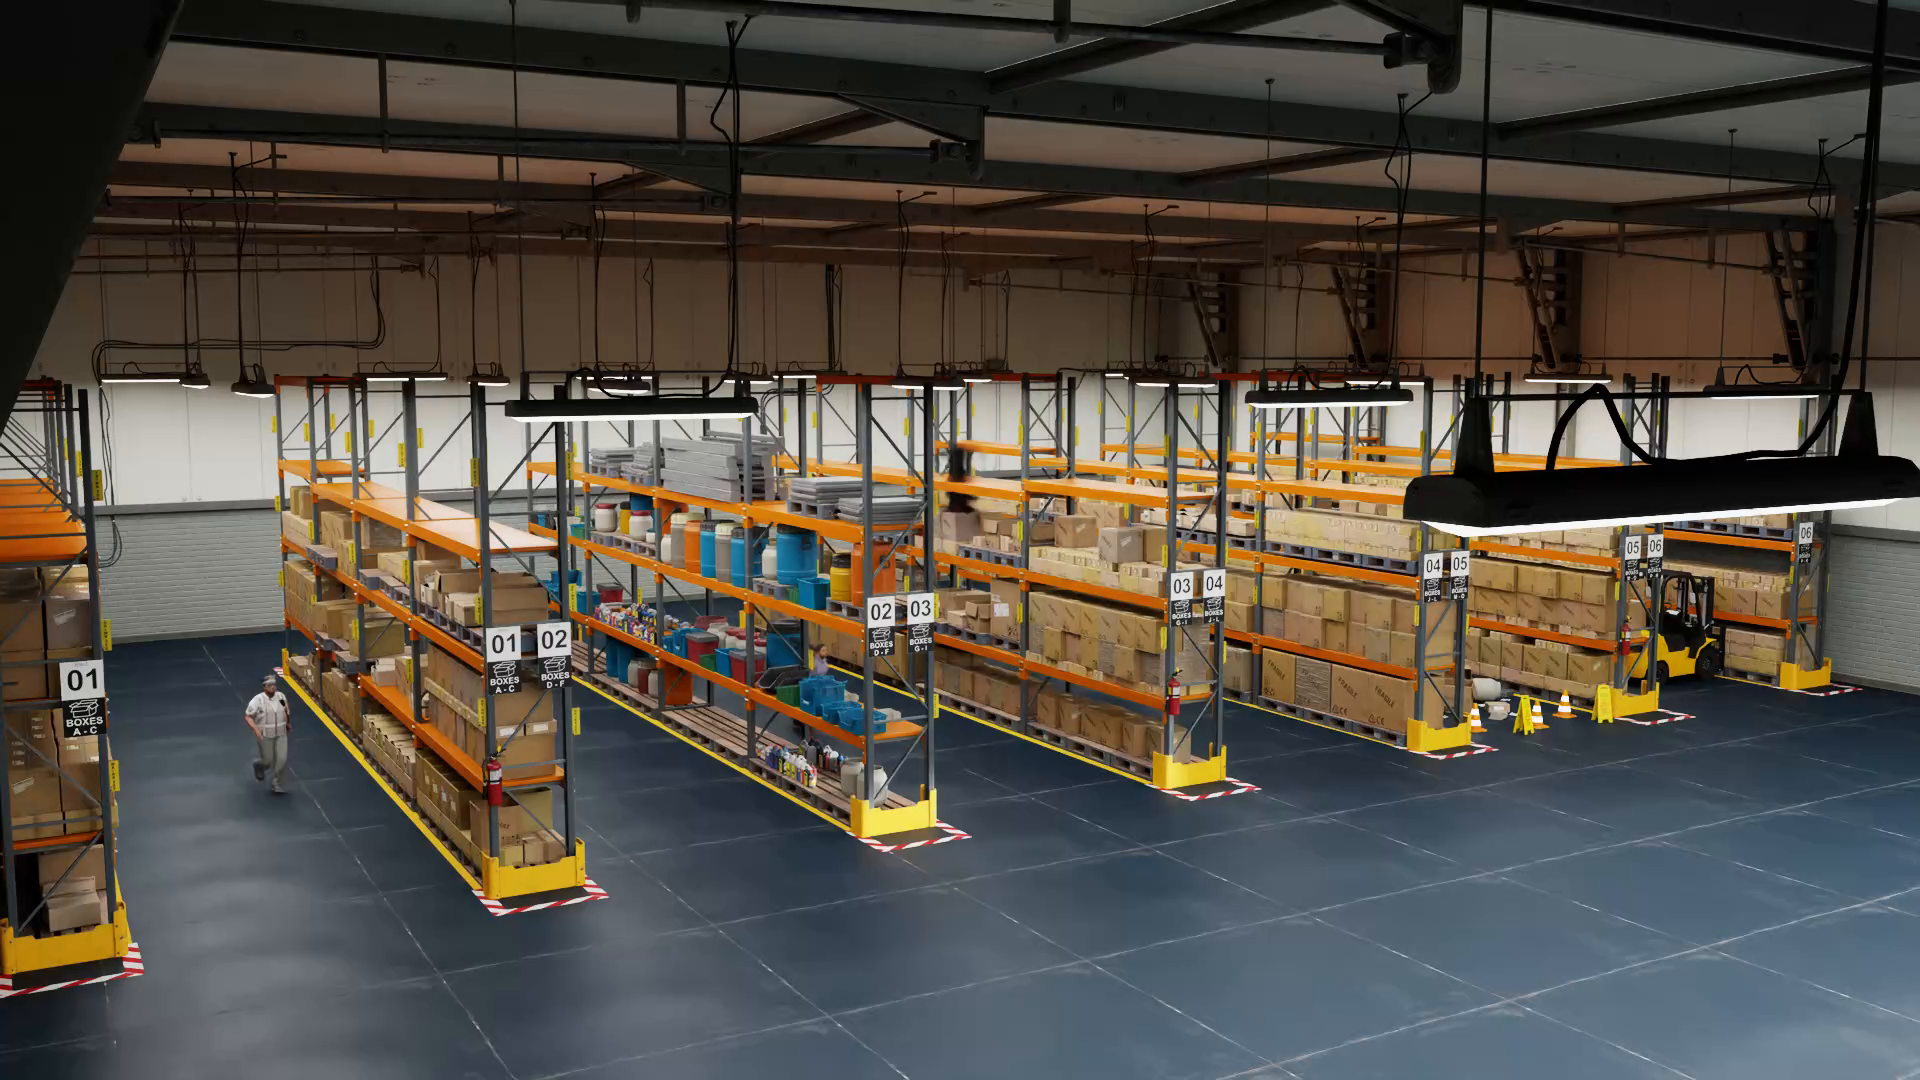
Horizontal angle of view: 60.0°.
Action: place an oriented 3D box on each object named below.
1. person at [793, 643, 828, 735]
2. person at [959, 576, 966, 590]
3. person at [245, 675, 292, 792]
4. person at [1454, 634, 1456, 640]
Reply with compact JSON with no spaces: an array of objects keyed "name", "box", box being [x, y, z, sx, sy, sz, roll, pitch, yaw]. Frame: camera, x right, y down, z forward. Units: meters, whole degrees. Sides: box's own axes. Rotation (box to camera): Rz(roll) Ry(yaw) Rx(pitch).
[{"name":"person","box":[-2.548,2.540,28.013,0.741,1.526,0.571,2,7,19]},{"name":"person","box":[0.059,0.944,42.635,0.620,1.480,0.542,-5,8,-38]},{"name":"person","box":[-10.118,2.813,24.365,0.670,1.735,0.715,-6,9,-44]},{"name":"person","box":[10.403,1.572,36.017,0.573,1.630,0.903,-4,7,-32]}]
